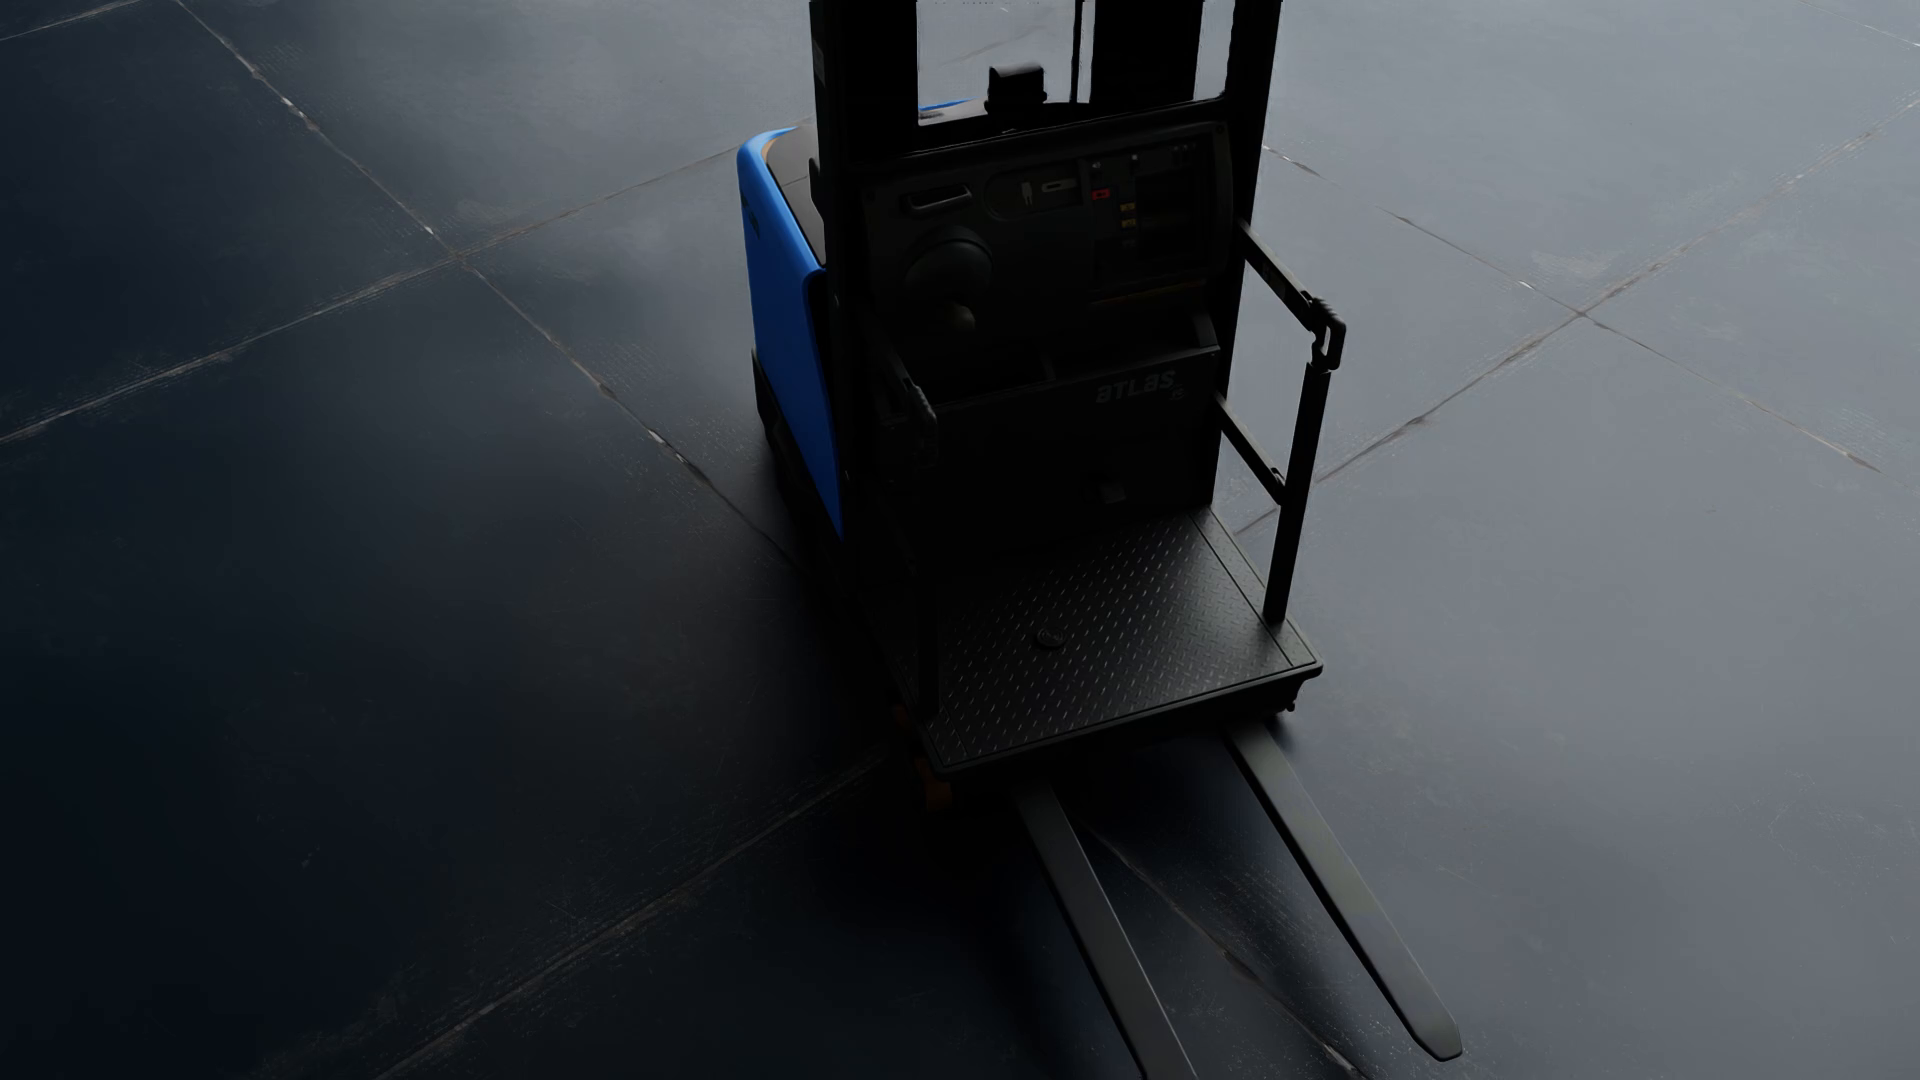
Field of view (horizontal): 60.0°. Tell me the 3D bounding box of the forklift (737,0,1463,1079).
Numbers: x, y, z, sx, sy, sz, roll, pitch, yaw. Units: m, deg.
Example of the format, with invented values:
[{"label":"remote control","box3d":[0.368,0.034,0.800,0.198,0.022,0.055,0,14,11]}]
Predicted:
[{"label":"forklift","box3d":[0.294,-0.659,3.810,1.130,2.935,3.031,-14,45,-14]}]
